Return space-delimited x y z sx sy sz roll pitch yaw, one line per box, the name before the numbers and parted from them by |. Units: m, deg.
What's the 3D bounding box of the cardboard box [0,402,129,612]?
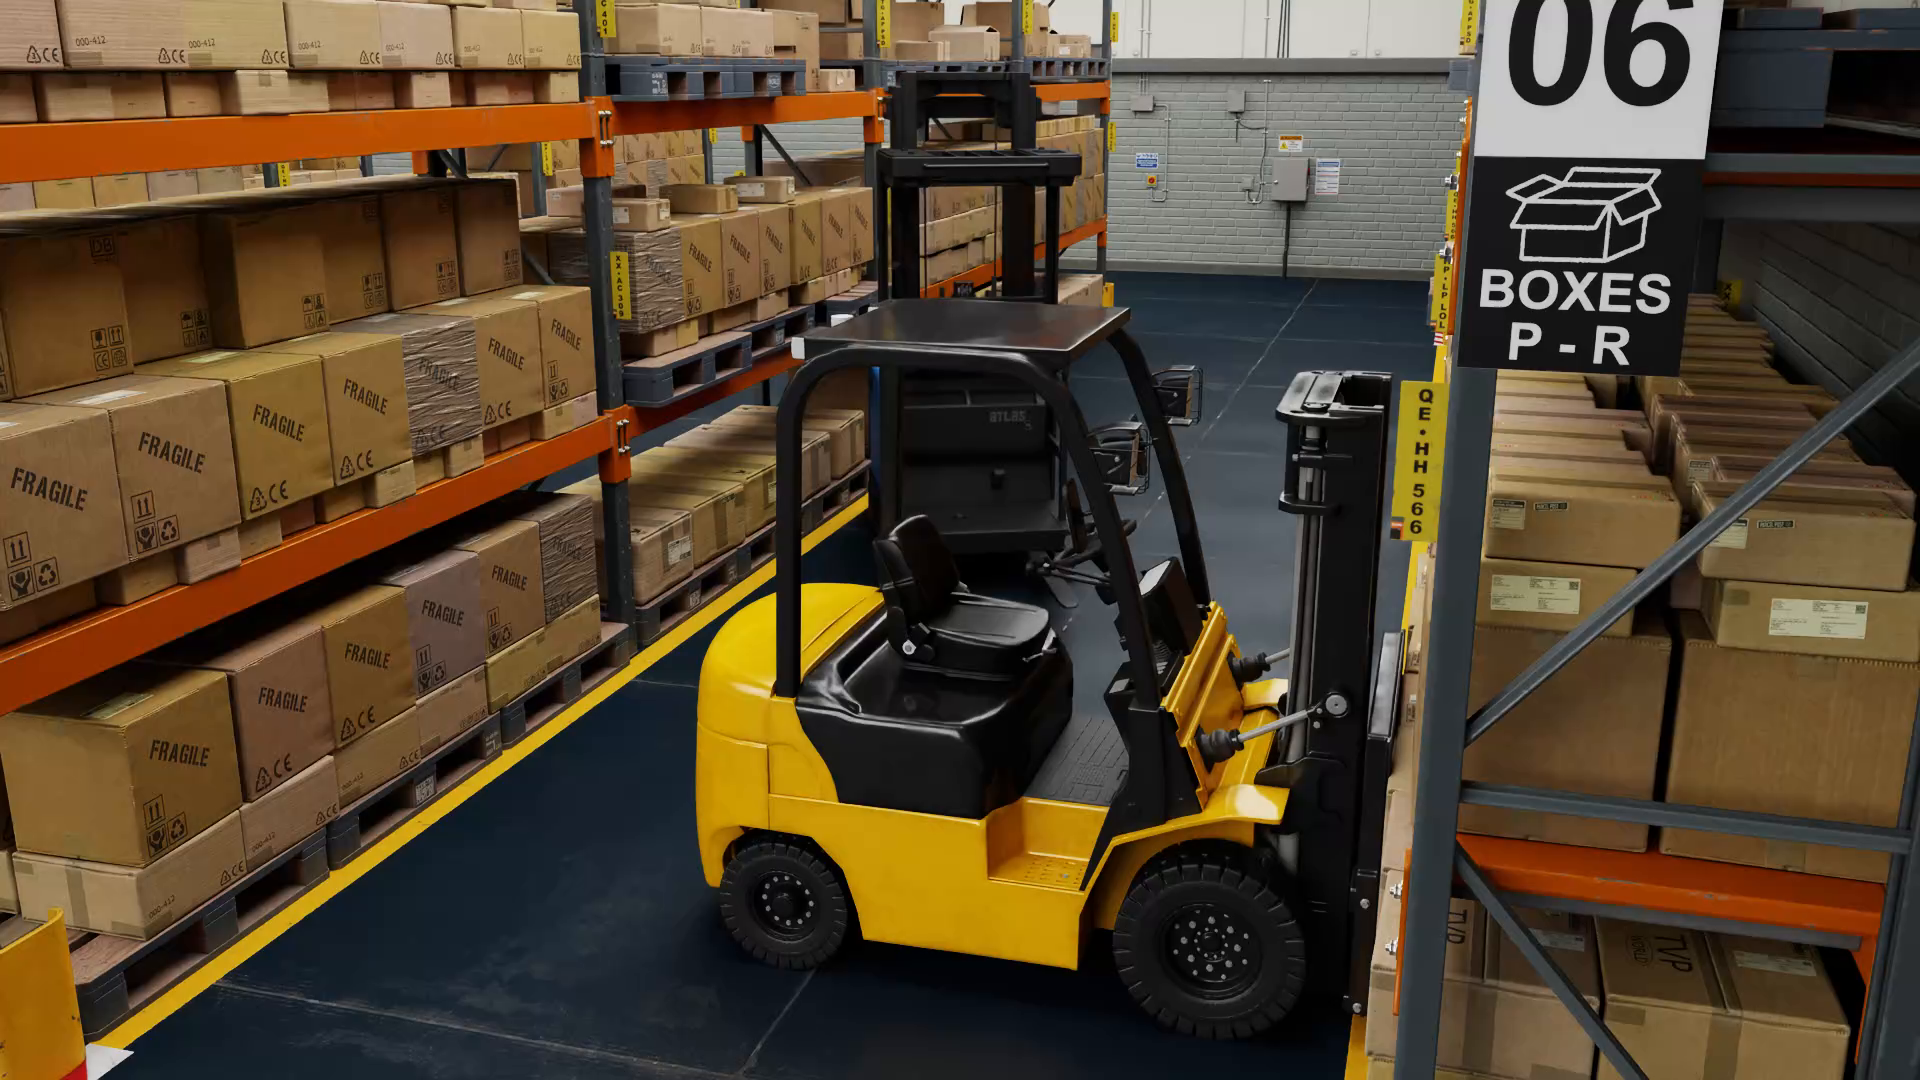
cardboard box | -2.922 -0.115 5.011 0.500 0.500 0.500 4 16 15

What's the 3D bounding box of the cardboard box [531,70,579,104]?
cardboard box | -1.983 -2.084 7.643 0.380 0.149 0.250 5 17 16

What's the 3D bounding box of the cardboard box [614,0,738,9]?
cardboard box | -1.504 -2.935 8.771 0.500 0.250 0.500 4 16 15

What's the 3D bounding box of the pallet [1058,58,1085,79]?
pallet | 0.679 -4.893 17.249 1.003 0.211 1.213 5 16 16

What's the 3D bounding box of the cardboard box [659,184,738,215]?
cardboard box | -1.503 -1.961 9.561 0.380 0.149 0.250 6 17 19

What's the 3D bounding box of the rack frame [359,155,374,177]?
rack frame | -8.277 -4.776 22.171 1.000 3.000 0.127 5 16 16

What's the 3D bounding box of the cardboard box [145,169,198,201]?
cardboard box | -6.103 -2.552 12.315 0.700 0.500 0.500 4 16 15

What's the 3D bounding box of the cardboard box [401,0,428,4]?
cardboard box | -2.348 -2.200 6.592 0.380 0.149 0.250 4 16 15

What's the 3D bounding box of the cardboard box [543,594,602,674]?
cardboard box | -2.096 0.428 8.092 0.500 0.250 0.500 5 17 18

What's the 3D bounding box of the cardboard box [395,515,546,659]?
cardboard box | -2.240 0.201 7.520 0.500 0.500 0.500 5 17 17

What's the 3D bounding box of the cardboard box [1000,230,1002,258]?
cardboard box | 0.202 -2.752 15.310 0.500 0.250 0.500 4 16 15

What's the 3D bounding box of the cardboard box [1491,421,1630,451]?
cardboard box | 1.426 -0.189 4.080 0.380 0.149 0.250 5 17 17

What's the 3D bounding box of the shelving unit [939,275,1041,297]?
shelving unit | 0.218 -1.100 11.957 0.431 1.500 0.755 9 18 29

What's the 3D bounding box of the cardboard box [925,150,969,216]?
cardboard box | -0.234 -2.950 13.719 0.500 0.500 0.500 5 17 17

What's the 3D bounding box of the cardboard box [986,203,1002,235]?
cardboard box | 0.060 -2.864 14.789 0.500 0.250 0.500 5 17 17

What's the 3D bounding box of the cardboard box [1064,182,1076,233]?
cardboard box | 0.913 -3.508 17.515 0.500 0.500 0.500 5 17 18

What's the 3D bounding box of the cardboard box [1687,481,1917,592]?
cardboard box | 1.738 -0.012 3.459 0.380 0.149 0.250 4 16 15

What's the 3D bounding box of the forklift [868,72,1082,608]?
forklift | 0.084 -1.240 9.831 1.130 2.935 3.031 -2 16 -7

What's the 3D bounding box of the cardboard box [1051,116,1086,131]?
cardboard box | 1.162 -4.534 18.115 0.380 0.149 0.250 5 17 17

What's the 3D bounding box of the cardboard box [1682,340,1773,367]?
cardboard box | 2.378 -0.548 5.347 0.380 0.149 0.250 4 16 15

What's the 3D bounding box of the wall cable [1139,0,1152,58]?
wall cable | 2.571 -8.404 23.967 0.463 3.000 0.029 5 16 16

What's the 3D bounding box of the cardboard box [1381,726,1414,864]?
cardboard box | 1.543 0.790 4.982 0.500 0.250 0.500 5 17 17

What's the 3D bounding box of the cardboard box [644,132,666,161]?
cardboard box | -3.725 -4.629 19.092 0.500 0.500 0.500 6 17 19

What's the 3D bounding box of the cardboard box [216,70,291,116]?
cardboard box | -2.554 -1.544 5.739 0.380 0.149 0.250 5 17 17

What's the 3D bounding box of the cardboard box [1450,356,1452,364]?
cardboard box | 1.971 -0.584 6.021 0.380 0.149 0.250 5 17 17

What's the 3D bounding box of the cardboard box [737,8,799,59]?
cardboard box | -1.455 -3.006 10.245 0.797 0.503 0.637 5 16 16

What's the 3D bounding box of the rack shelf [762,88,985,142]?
rack shelf | -0.481 -3.535 13.617 1.077 0.370 4.000 5 16 16

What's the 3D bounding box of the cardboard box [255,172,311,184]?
cardboard box | -8.449 -4.434 20.694 0.500 0.250 0.500 4 16 14

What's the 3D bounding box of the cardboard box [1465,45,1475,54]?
cardboard box | 3.969 -3.698 12.381 0.380 0.149 0.250 5 17 17

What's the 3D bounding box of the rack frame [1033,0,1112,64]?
rack frame | 1.224 -6.894 18.643 1.000 3.000 0.127 5 16 16

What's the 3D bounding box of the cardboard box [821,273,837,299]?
cardboard box | -1.031 -1.682 10.951 0.380 0.149 0.250 4 16 13

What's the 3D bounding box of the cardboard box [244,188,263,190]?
cardboard box | -5.976 -2.937 14.289 0.380 0.149 0.250 5 17 18

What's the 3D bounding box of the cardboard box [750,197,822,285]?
cardboard box | -1.191 -1.899 10.530 0.500 0.500 0.500 3 16 12

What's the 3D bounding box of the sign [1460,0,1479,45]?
sign | 3.191 -3.265 10.400 0.100 0.325 0.005 5 16 16

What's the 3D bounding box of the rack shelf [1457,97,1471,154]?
rack shelf | 3.143 -2.105 8.573 1.077 0.370 4.000 5 16 16

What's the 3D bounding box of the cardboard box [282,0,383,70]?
cardboard box | -2.484 -1.847 6.078 0.500 0.250 0.500 5 17 17

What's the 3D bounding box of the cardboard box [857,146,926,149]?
cardboard box | -0.576 -3.131 14.356 0.500 0.500 0.500 4 16 14

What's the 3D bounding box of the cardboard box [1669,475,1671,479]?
cardboard box | 2.004 -0.067 4.198 0.380 0.149 0.250 4 16 14

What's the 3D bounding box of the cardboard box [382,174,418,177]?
cardboard box | -5.389 -3.478 16.196 0.380 0.149 0.250 5 17 16

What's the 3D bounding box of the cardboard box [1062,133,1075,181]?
cardboard box | 0.907 -3.993 17.393 0.500 0.500 0.500 5 16 15

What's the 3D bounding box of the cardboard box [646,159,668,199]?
cardboard box | -3.718 -4.151 19.239 0.500 0.500 0.500 5 16 16

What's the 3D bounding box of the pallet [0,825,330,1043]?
pallet | -3.036 1.290 5.894 1.003 0.211 1.213 5 16 16

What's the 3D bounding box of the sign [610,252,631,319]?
sign | -1.663 -1.245 8.134 0.100 0.325 0.005 5 16 16

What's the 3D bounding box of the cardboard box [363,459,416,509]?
cardboard box | -2.410 -0.239 6.635 0.380 0.149 0.250 5 17 16

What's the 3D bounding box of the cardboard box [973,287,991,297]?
cardboard box | -0.261 -1.736 14.576 0.875 0.875 0.875 5 17 17

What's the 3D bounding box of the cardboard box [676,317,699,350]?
cardboard box | -1.646 -1.134 9.022 0.380 0.149 0.250 5 17 17

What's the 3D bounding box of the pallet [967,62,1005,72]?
pallet | -0.126 -4.069 14.530 0.805 0.209 1.217 4 16 14

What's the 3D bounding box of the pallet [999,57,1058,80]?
pallet | 0.330 -4.575 16.127 1.003 0.211 1.213 5 16 16

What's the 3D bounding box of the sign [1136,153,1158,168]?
sign | 2.775 -5.634 24.702 0.327 0.218 0.001 5 16 16
